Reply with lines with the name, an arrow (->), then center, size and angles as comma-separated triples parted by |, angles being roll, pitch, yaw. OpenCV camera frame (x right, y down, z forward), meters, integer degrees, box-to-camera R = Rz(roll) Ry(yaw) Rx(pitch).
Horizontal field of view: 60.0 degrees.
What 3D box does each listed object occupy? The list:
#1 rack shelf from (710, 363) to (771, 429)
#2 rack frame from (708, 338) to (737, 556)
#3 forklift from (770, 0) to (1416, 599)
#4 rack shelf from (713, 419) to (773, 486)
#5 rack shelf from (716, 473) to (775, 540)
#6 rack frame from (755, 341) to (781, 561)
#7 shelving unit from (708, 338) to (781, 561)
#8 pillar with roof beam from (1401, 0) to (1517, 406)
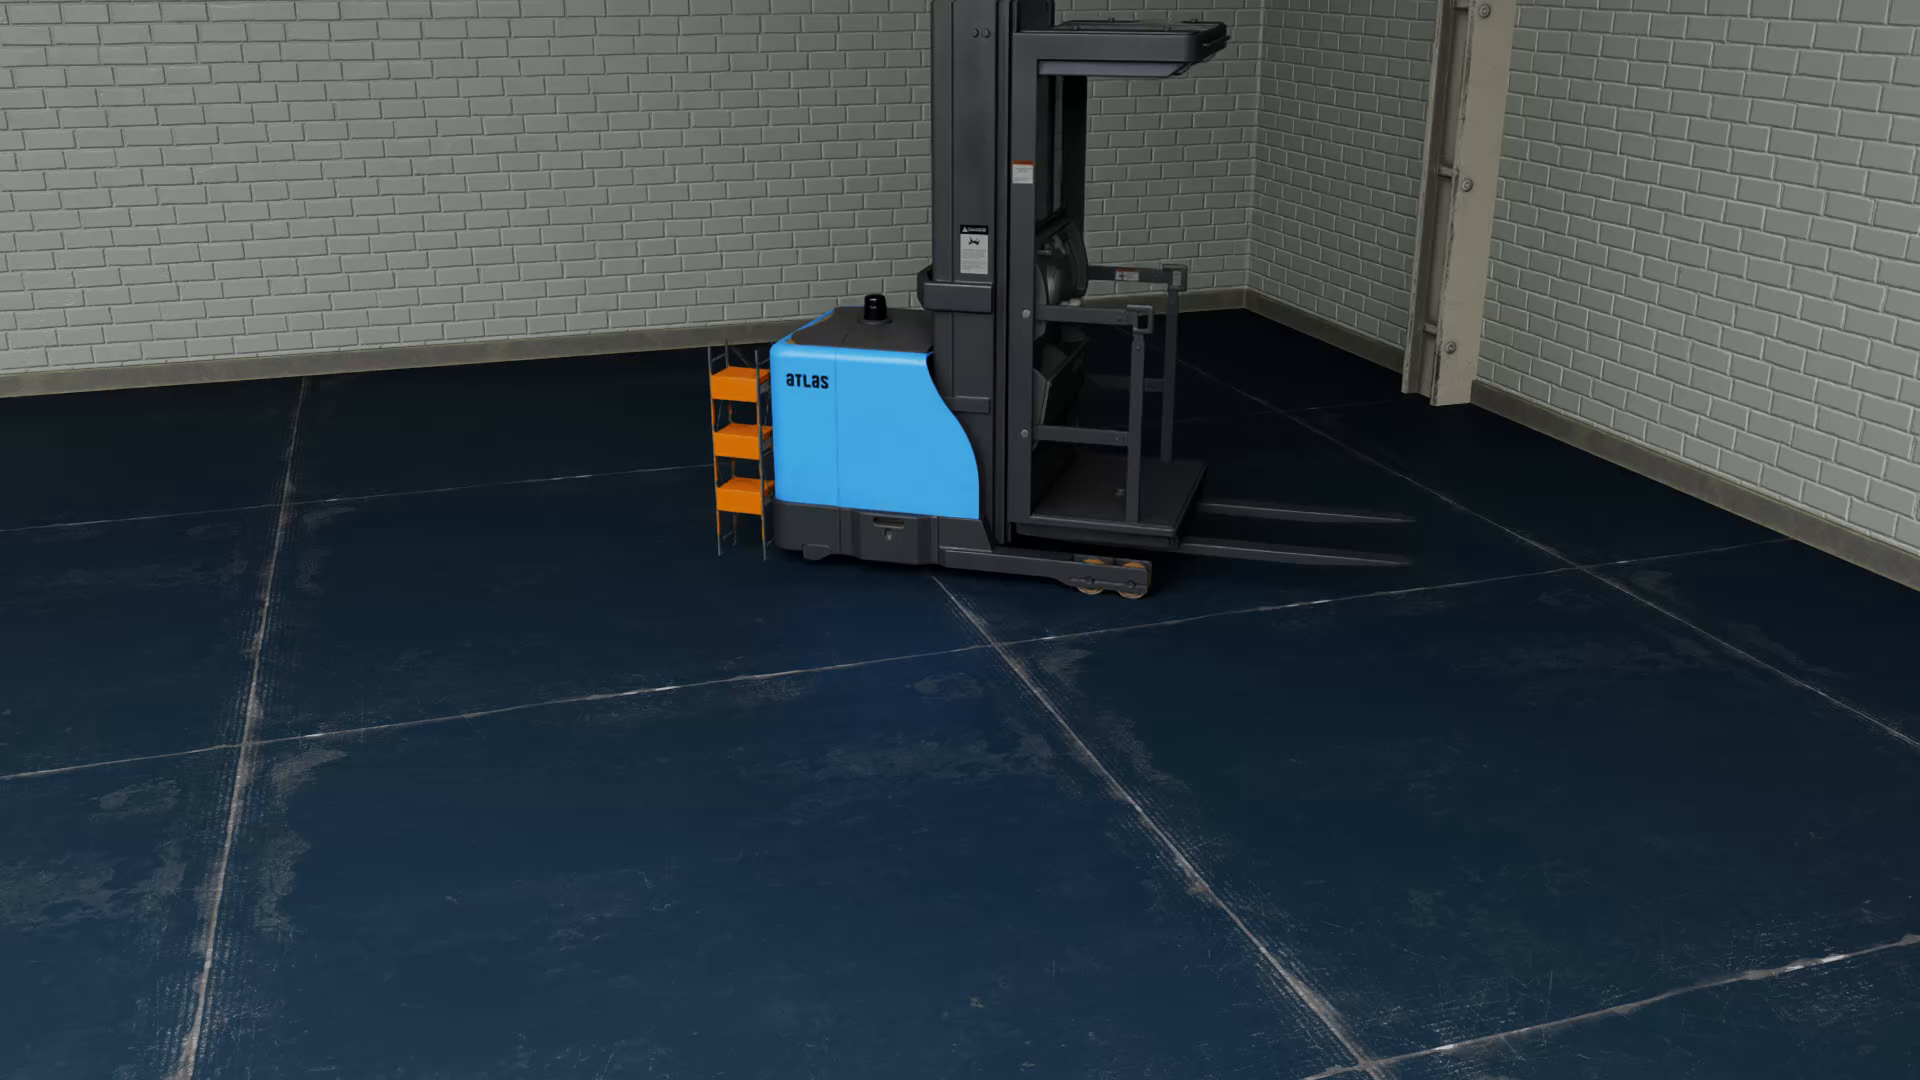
rack shelf -> -1.040, -0.694, 7.988 | 0.240, 0.259, 0.215 | 6, 21, 17
rack frame -> -1.157, -0.450, 8.116 | 0.008, 1.050, 0.200 | 6, 21, 17
forklift -> 0.662, -1.307, 7.720 | 3.031, 2.935, 1.130 | 5, 20, 15
rack shelf -> -1.040, -0.427, 8.084 | 0.240, 0.259, 0.215 | 6, 21, 17
rack shelf -> -1.040, -0.166, 8.178 | 0.240, 0.259, 0.215 | 6, 21, 17
rack frame -> -0.924, -0.424, 8.045 | 0.008, 1.050, 0.200 | 6, 21, 17
shelving unit -> -1.040, -0.437, 8.080 | 0.252, 1.050, 0.215 | 6, 21, 17
pillar with roof beam -> -0.910, -4.732, 8.280 | 9.100, 9.000, 0.400 | -6, 21, -17
